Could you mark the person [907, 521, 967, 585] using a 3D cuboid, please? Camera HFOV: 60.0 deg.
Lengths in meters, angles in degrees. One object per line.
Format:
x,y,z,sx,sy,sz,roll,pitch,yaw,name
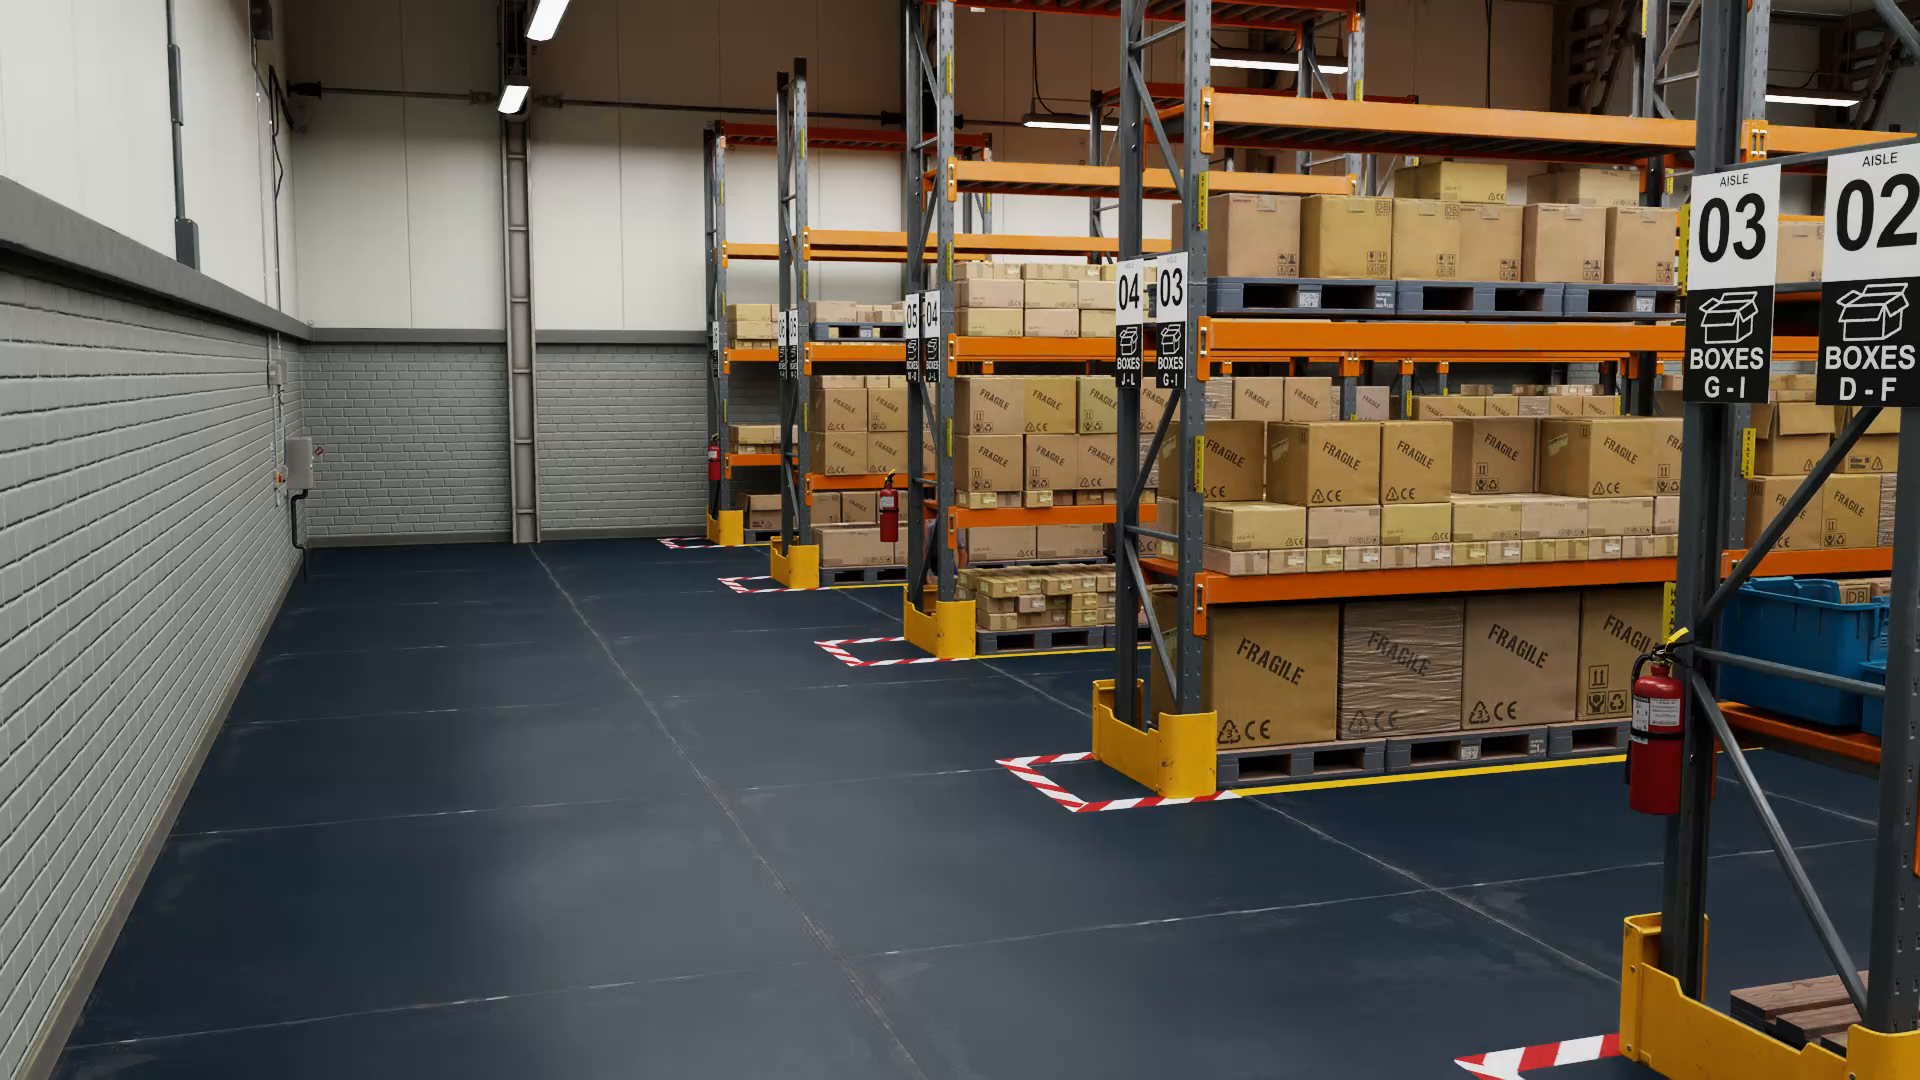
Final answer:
-0.238,0.236,17.062,0.537,1.099,0.769,-2,6,-19,person
